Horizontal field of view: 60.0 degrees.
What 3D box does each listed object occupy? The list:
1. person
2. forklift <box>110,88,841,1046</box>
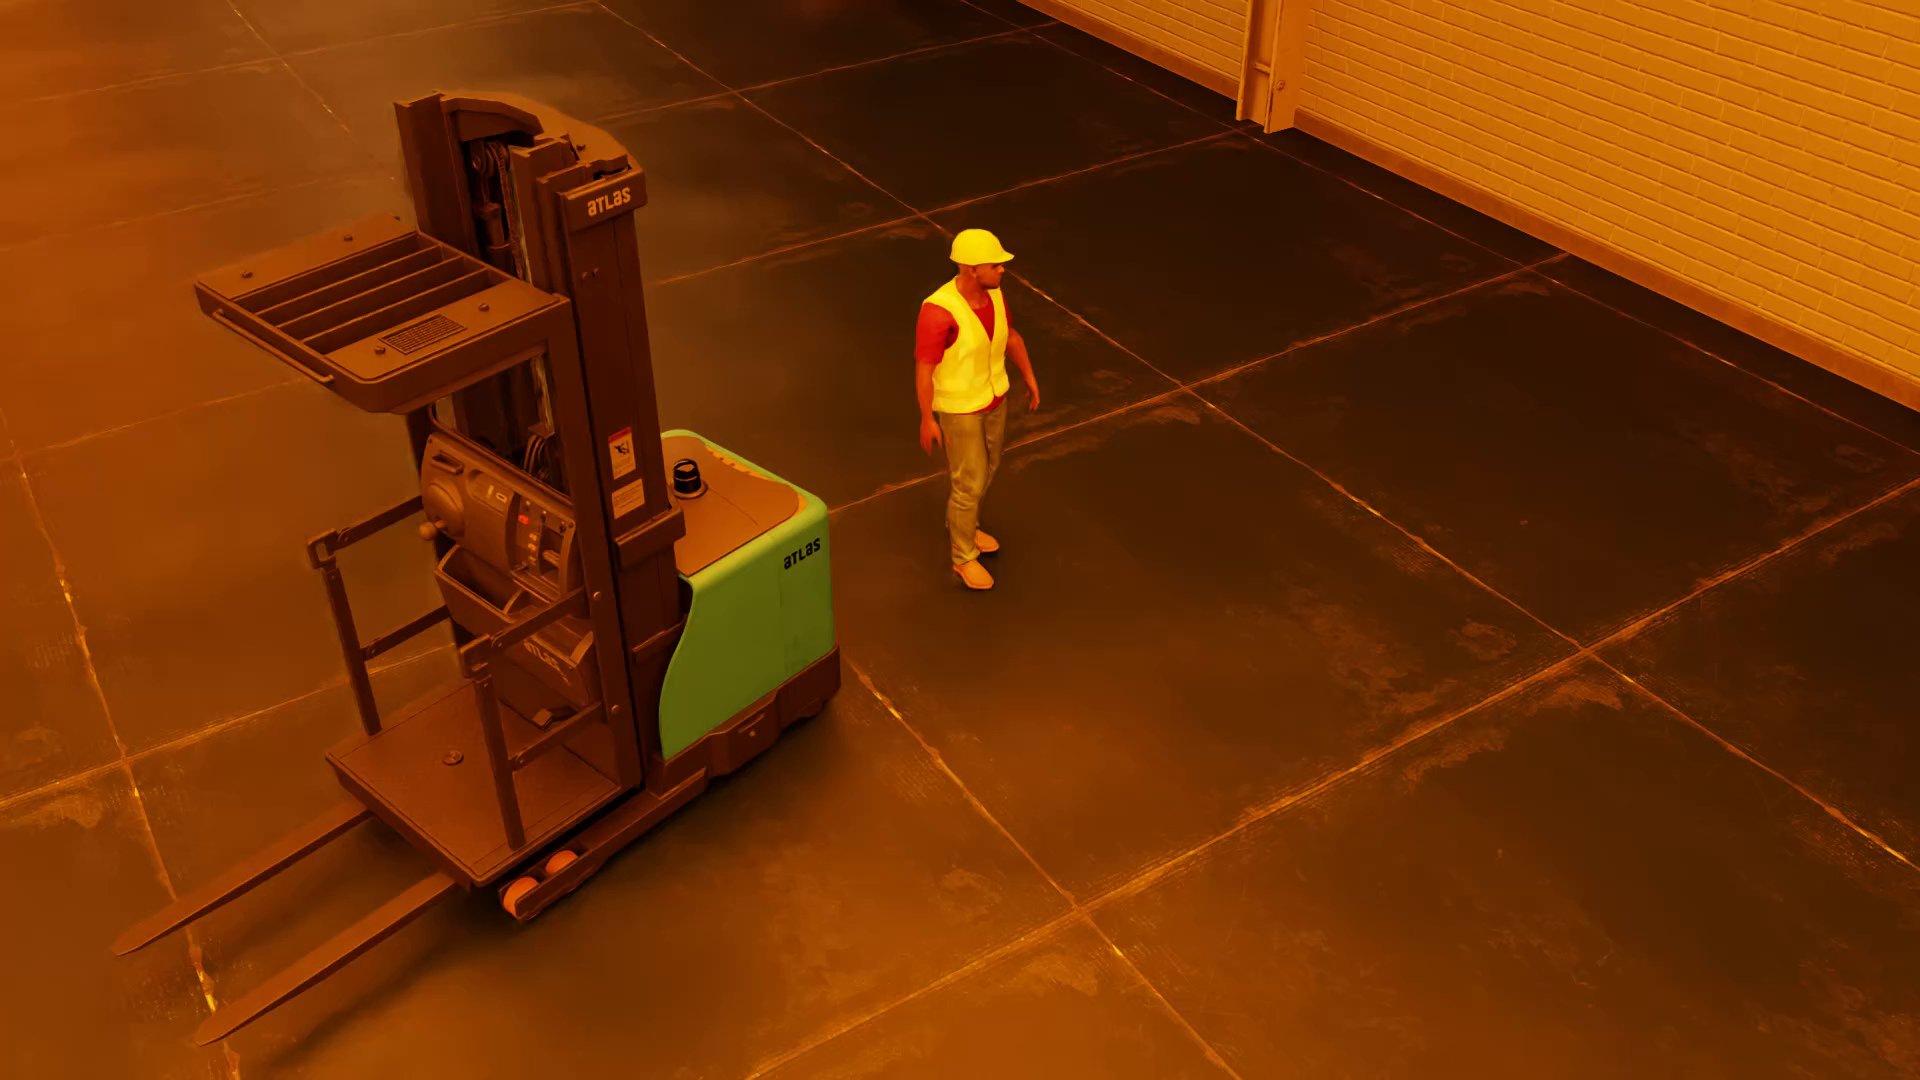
[{"bbox_3d":[0.116,-0.668,8.134,0.525,1.761,0.718,23,41,29],"label":"person"},{"bbox_3d":[-1.898,-0.031,6.192,1.130,2.935,3.031,27,43,33],"label":"forklift"}]
